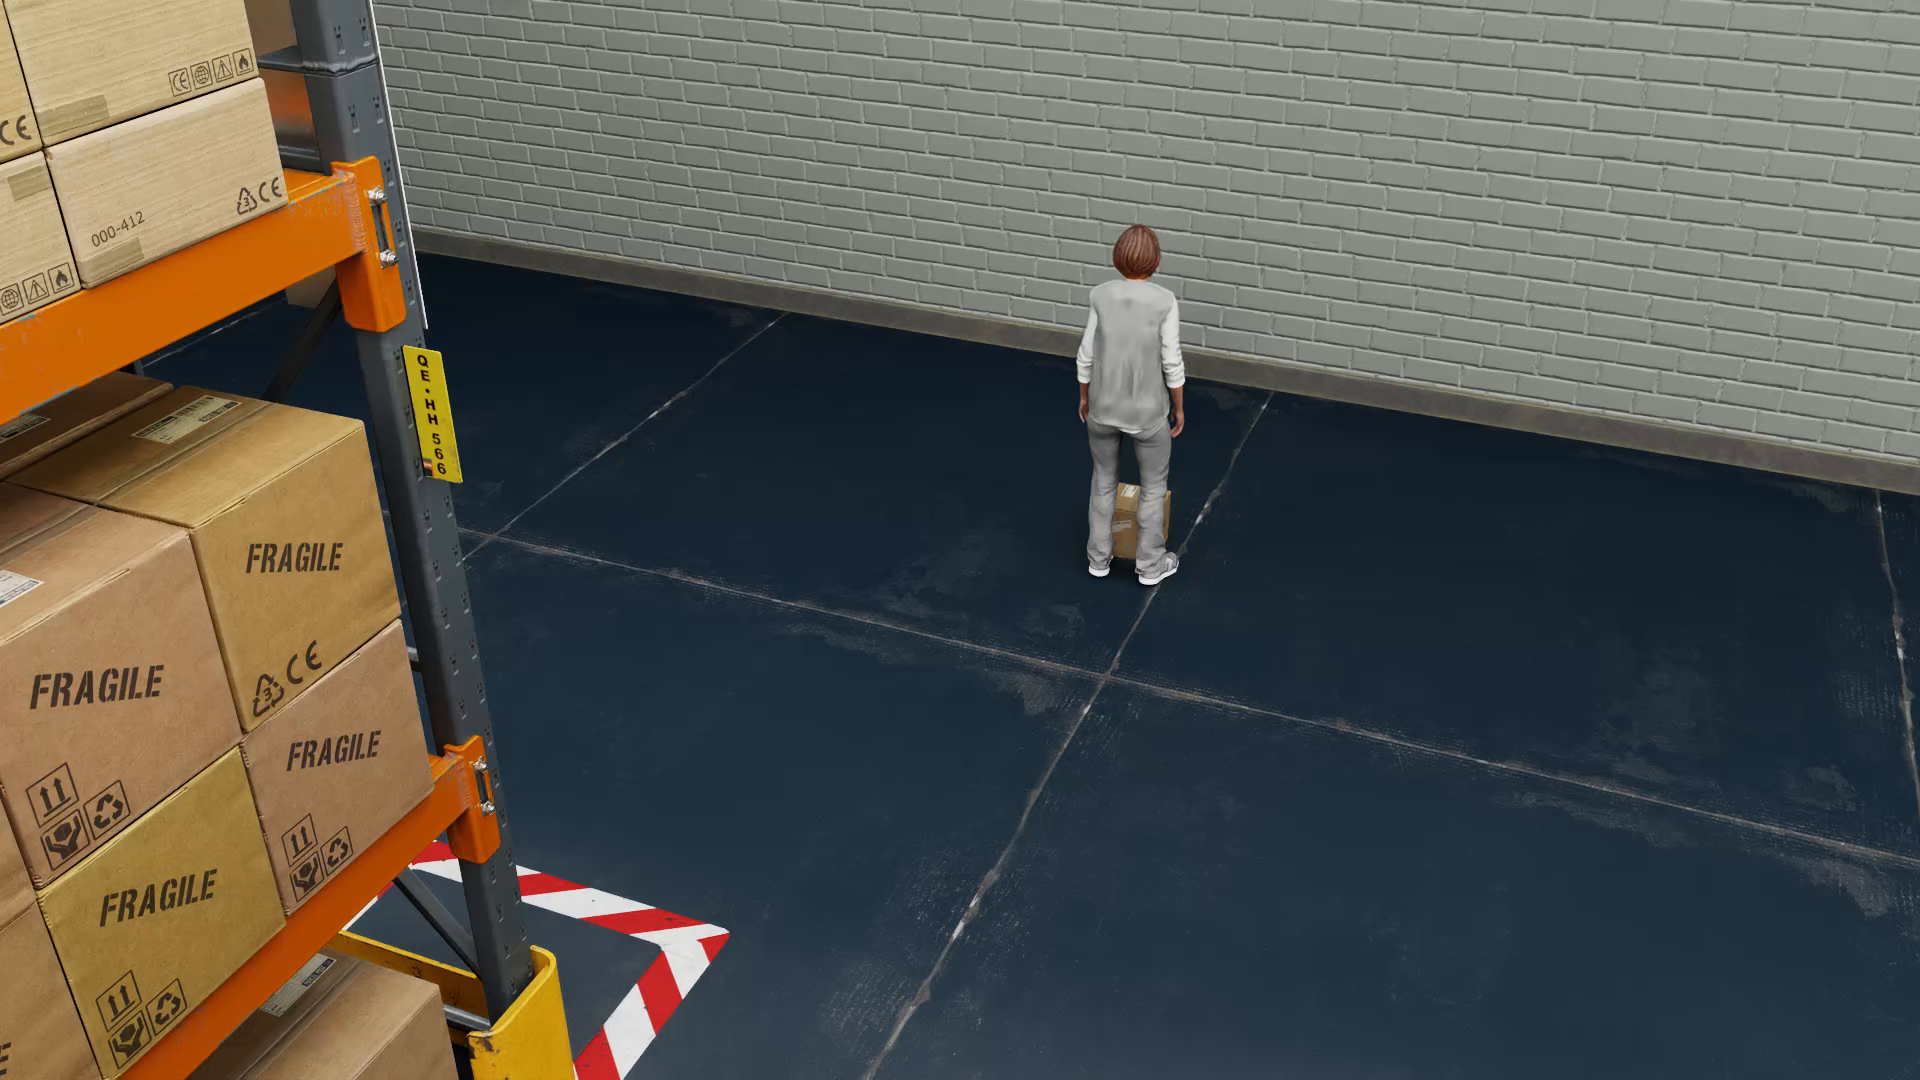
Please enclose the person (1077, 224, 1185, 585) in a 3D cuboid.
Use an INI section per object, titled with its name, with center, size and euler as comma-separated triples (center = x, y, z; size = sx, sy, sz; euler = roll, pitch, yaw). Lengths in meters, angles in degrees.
[person]
center = 0.726, -0.551, 7.094
size = 0.474, 1.592, 0.349
euler = 11, 32, 18
